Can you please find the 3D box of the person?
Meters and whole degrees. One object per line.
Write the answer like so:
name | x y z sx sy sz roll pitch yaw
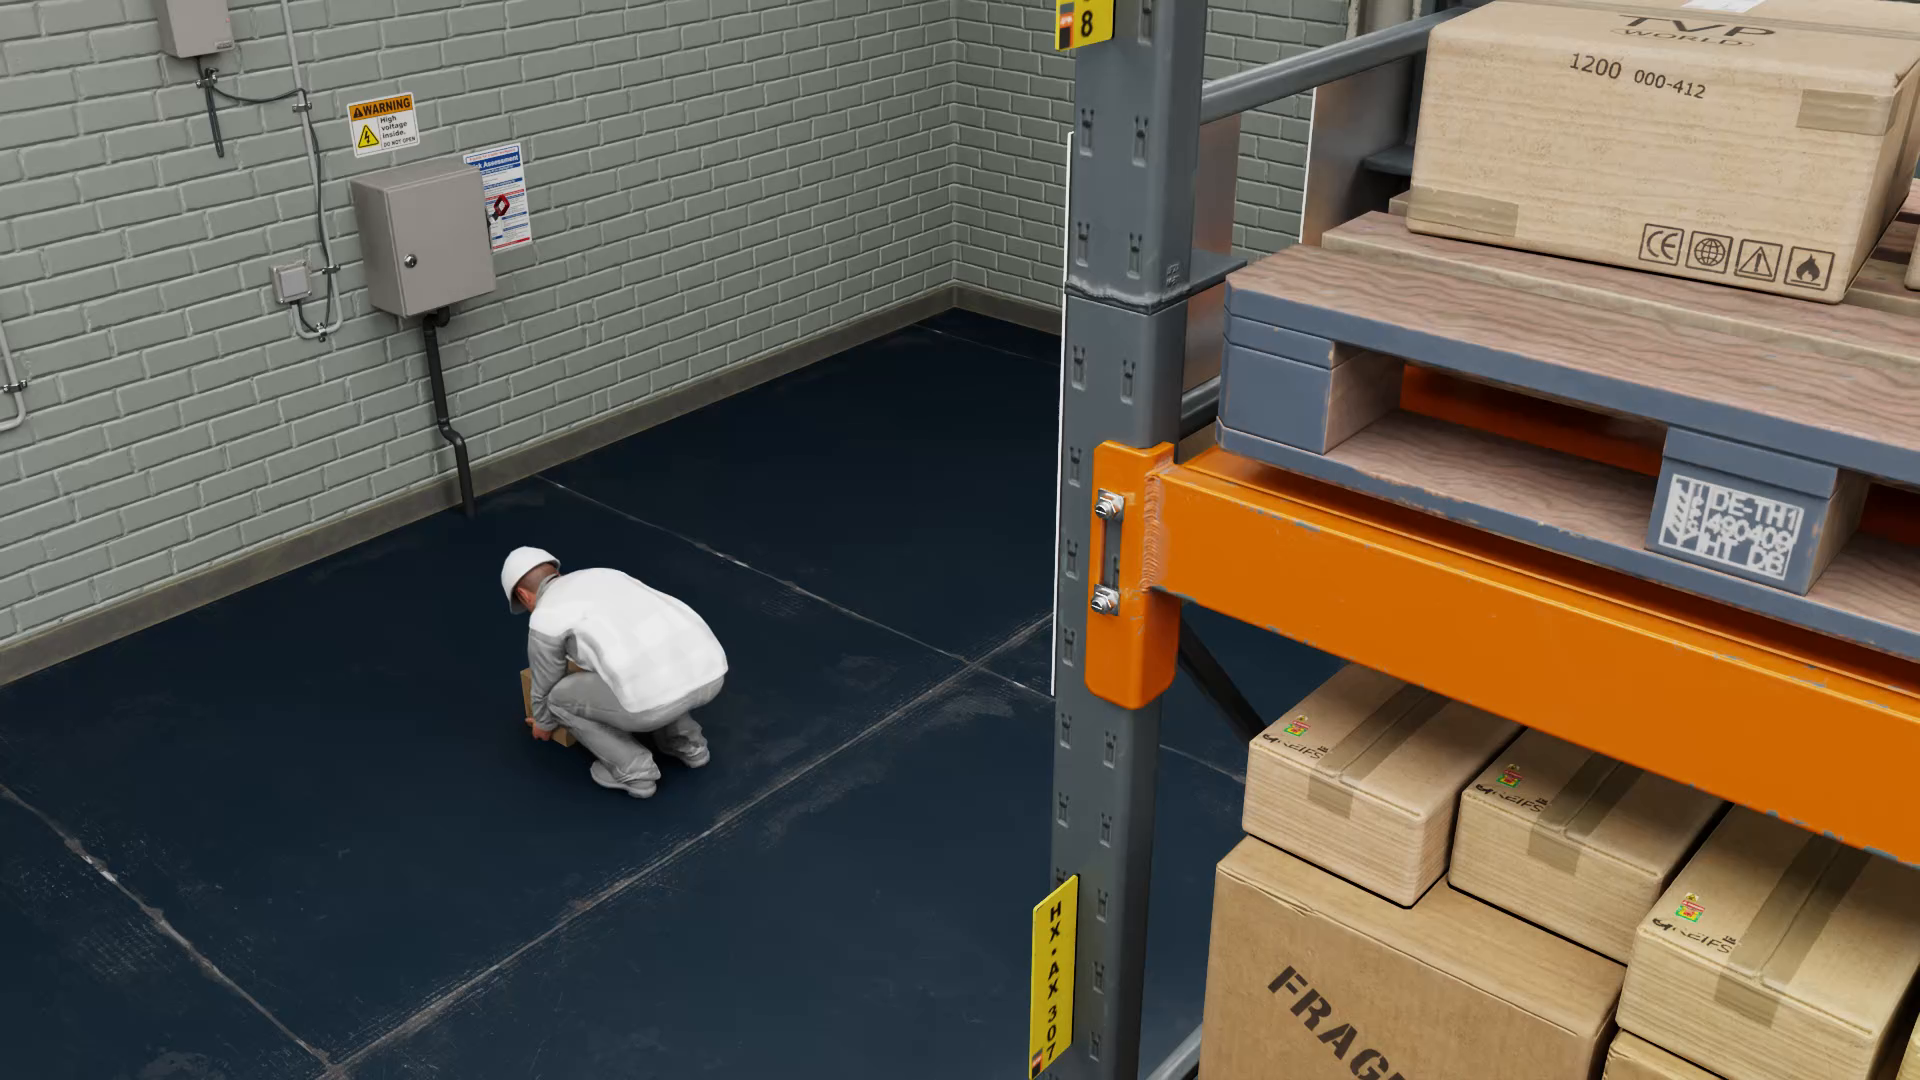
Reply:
person | -1.322 0.500 6.275 0.973 0.831 0.517 20 33 34
